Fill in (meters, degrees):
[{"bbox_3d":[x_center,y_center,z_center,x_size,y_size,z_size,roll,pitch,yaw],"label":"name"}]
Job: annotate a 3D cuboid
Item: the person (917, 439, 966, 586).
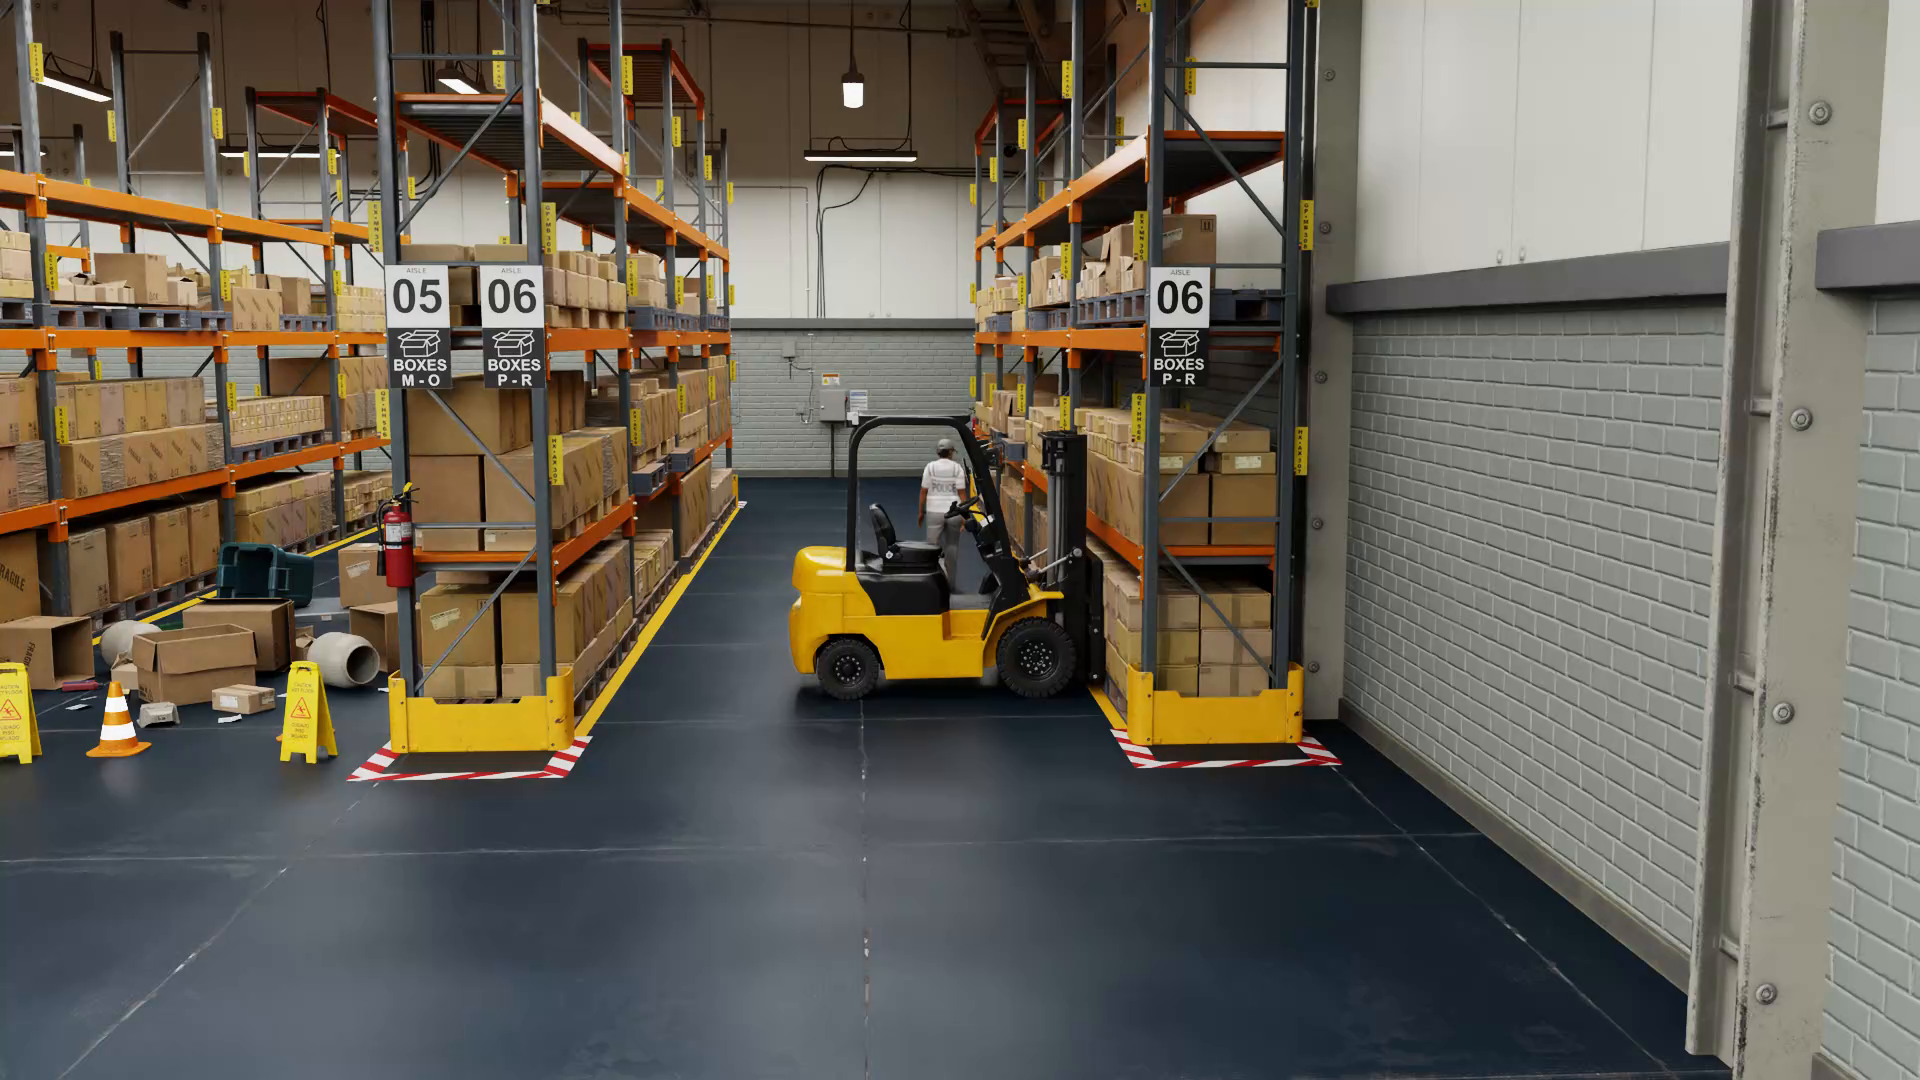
[{"bbox_3d":[-0.198,-0.281,18.033,0.512,1.630,0.854,-1,7,-8],"label":"person"}]
